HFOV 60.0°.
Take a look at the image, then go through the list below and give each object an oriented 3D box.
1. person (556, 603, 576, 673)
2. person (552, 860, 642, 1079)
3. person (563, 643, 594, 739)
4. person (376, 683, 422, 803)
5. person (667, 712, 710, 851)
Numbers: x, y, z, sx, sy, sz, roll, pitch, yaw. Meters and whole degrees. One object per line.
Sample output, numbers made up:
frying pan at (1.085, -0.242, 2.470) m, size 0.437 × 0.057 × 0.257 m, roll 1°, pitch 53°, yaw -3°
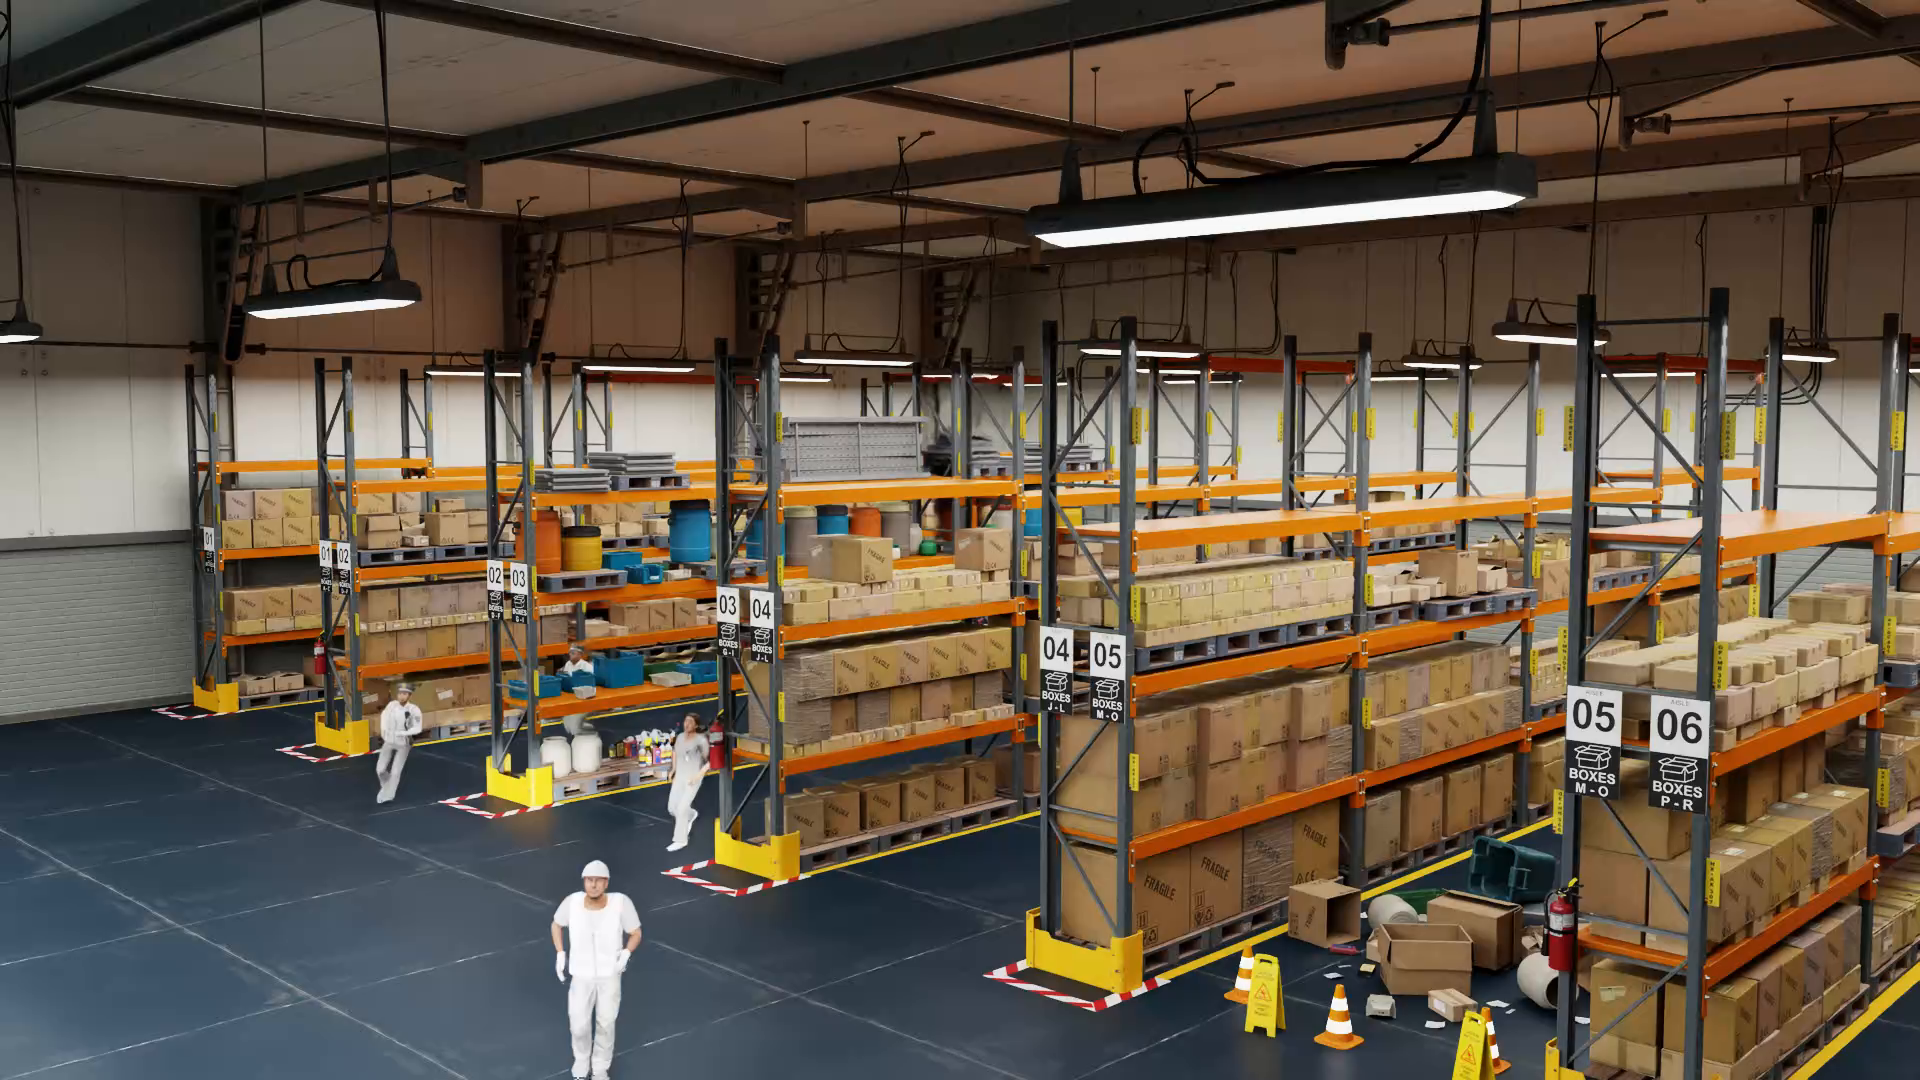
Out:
person at (-7.090, 1.986, 30.117) m, size 0.618 × 1.721 × 0.760 m, roll 3°, pitch 5°, yaw 35°
person at (-2.767, 3.308, 12.673) m, size 0.686 × 1.736 × 0.597 m, roll -1°, pitch 4°, yaw -11°
person at (-5.698, 2.392, 25.025) m, size 0.650 × 1.733 × 0.607 m, roll 3°, pitch 5°, yaw 32°
person at (-7.385, 2.669, 21.867) m, size 0.658 × 1.633 × 0.574 m, roll 0°, pitch 4°, yaw 0°
person at (-3.173, 2.850, 19.786) m, size 0.591 × 1.648 × 0.597 m, roll 2°, pitch 5°, yaw 26°
